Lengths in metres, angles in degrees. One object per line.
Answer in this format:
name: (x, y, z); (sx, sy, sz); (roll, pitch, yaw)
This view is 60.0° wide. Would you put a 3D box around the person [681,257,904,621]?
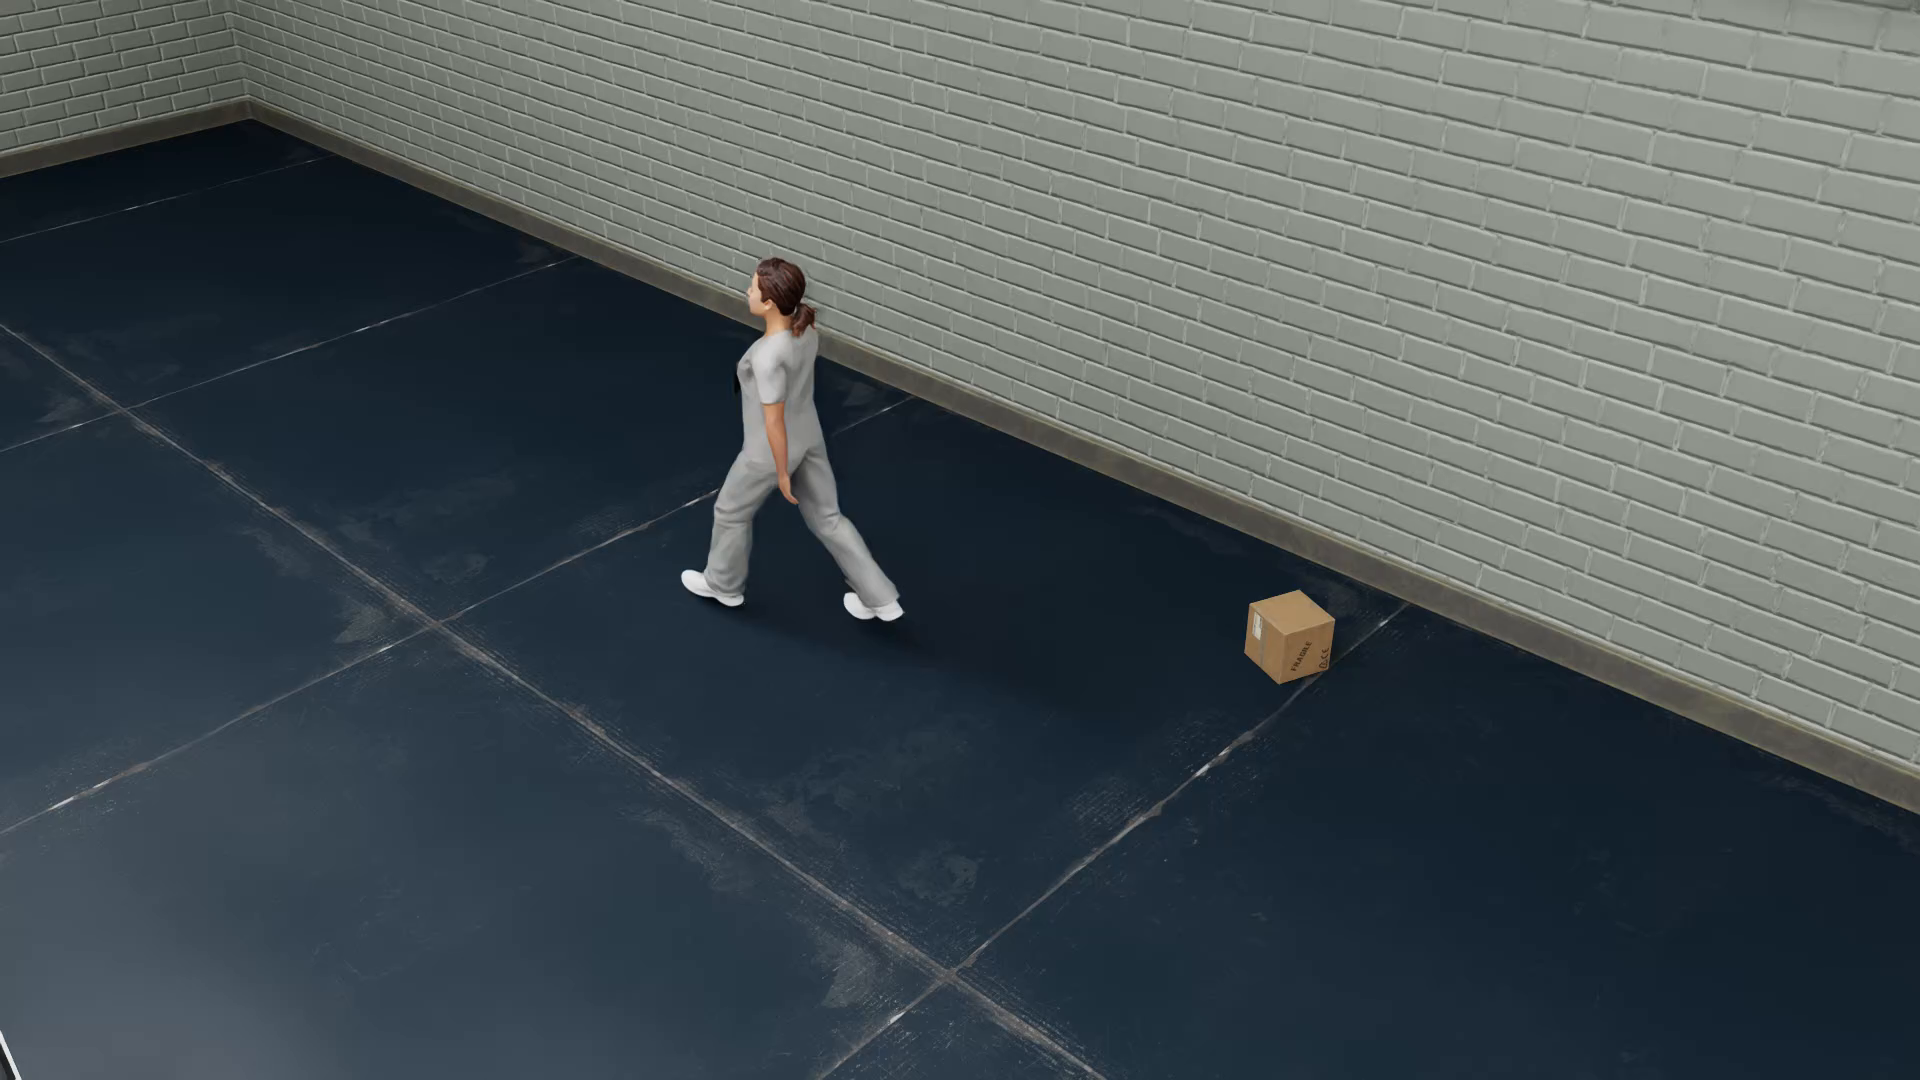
person: (-0.721, -0.383, 6.767); (1.046, 1.615, 0.444); (16, 35, 25)
